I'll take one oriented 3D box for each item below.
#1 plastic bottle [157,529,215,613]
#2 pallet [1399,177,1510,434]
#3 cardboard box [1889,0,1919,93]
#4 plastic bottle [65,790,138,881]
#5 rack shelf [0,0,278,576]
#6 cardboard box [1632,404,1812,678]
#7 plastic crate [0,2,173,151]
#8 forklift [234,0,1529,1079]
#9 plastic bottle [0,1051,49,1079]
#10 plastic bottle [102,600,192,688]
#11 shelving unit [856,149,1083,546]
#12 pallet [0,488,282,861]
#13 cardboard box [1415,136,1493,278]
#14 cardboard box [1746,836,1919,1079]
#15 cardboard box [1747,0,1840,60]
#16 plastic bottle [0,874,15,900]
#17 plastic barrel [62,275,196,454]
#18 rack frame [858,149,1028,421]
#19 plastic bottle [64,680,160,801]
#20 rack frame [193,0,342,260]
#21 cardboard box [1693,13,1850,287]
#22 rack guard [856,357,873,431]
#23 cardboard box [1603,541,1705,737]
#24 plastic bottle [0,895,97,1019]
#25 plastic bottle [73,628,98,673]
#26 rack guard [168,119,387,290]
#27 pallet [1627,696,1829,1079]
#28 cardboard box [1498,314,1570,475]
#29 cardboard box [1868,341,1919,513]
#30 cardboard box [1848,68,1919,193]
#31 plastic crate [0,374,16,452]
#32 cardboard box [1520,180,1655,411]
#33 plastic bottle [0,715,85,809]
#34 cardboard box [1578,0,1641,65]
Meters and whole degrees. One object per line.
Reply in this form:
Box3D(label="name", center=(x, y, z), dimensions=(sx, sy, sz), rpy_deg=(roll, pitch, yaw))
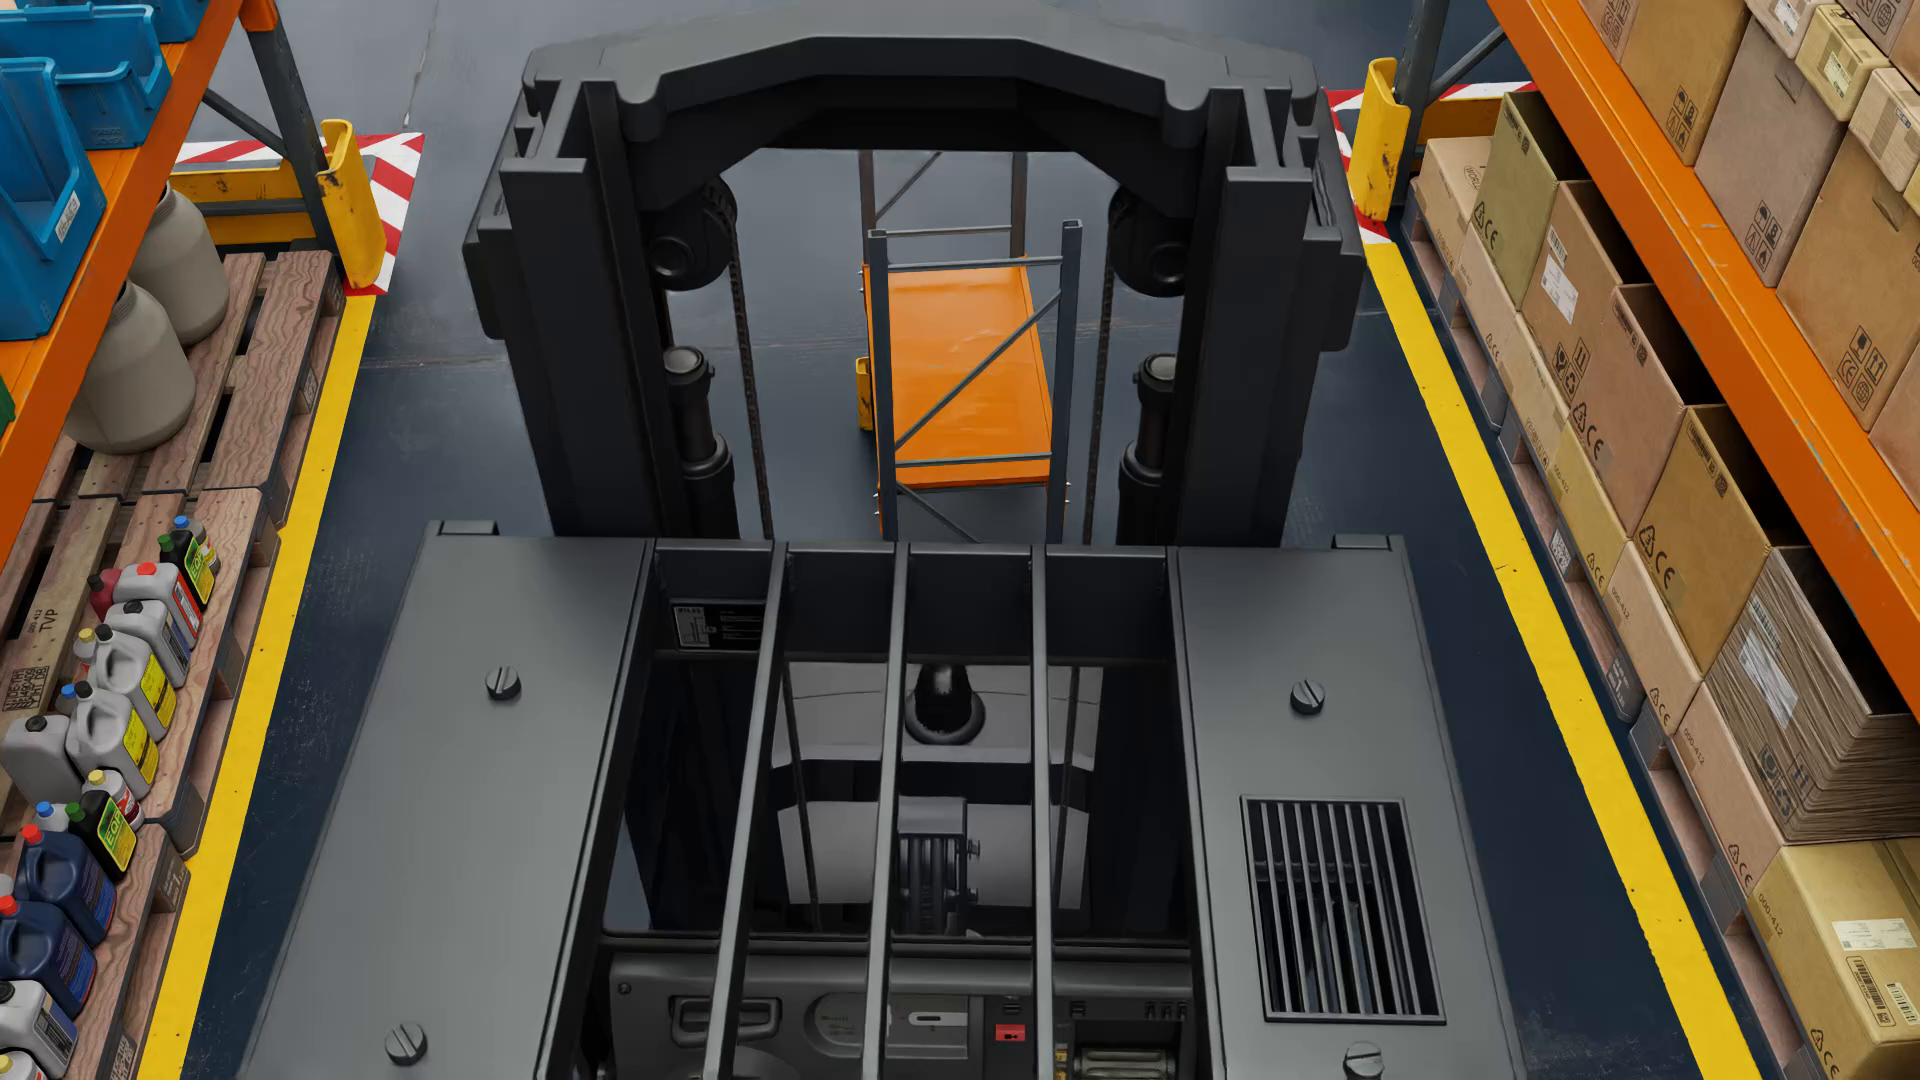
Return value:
Box3D(label="plastic bottle", center=(-2.187, 0.067, 4.688), dimensions=(0.061, 0.283, 0.133), rpy_deg=(-2, 47, -2))
Box3D(label="pallet", center=(2.236, -0.890, 5.947), dimensions=(1.003, 0.211, 1.213), rpy_deg=(-3, 47, -3))
Box3D(label="cardboard box", center=(2.337, -1.035, 3.202), dimensions=(0.700, 0.500, 0.500), rpy_deg=(-4, 47, -3))
Box3D(label="plastic bottle", center=(-2.113, 0.708, 4.082), dimensions=(0.061, 0.283, 0.133), rpy_deg=(-2, 47, -2))
Box3D(label="rack shelf", center=(-2.638, -0.407, 4.065), dimensions=(1.077, 0.370, 4.000), rpy_deg=(-3, 47, -3))
Box3D(label="cardboard box", center=(2.133, -0.009, 4.280), dimensions=(0.500, 0.500, 0.500), rpy_deg=(-3, 47, -3))
Box3D(label="plastic crate", center=(-2.417, -1.236, 4.457), dimensions=(0.499, 0.251, 0.408), rpy_deg=(-3, 47, -3))
Box3D(label="forklift", center=(-0.058, 0.914, 2.366), dimensions=(1.130, 2.935, 3.031), rpy_deg=(1, 47, 1))
Box3D(label="plastic bottle", center=(-2.078, 1.199, 3.672), dimensions=(0.097, 0.201, 0.097), rpy_deg=(0, 47, 0))
Box3D(label="plastic bottle", center=(-2.210, 0.271, 4.501), dimensions=(0.152, 0.276, 0.135), rpy_deg=(-5, 47, -4))
Box3D(label="shelving unit", center=(-0.006, -0.571, 4.758), dimensions=(0.587, 1.500, 1.083), rpy_deg=(-3, 47, -3))
Box3D(label="pallet", center=(-2.591, 0.378, 4.746), dimensions=(1.003, 0.211, 1.213), rpy_deg=(-3, 47, -3))
Box3D(label="cardboard box", center=(1.954, -1.197, 5.922), dimensions=(0.500, 0.250, 0.500), rpy_deg=(-3, 47, -3))
Box3D(label="cardboard box", center=(2.209, 0.973, 3.867), dimensions=(0.500, 0.250, 0.500), rpy_deg=(-3, 47, -3))
Box3D(label="cardboard box", center=(2.077, -1.248, 3.850), dimensions=(0.380, 0.149, 0.250), rpy_deg=(-3, 47, -3))
Box3D(label="plastic bottle", center=(-2.257, 0.873, 3.933), dimensions=(0.097, 0.271, 0.097), rpy_deg=(0, 47, 0))
Box3D(label="plastic barrel", center=(-2.632, -0.556, 5.135), dimensions=(0.421, 0.512, 0.421), rpy_deg=(0, 47, 0))
Box3D(label="rack frame", center=(-0.050, -0.945, 5.112), dimensions=(0.500, 1.500, 0.032), rpy_deg=(-3, 47, -3))
Box3D(label="plastic bottle", center=(-2.176, 0.499, 4.233), dimensions=(0.144, 0.351, 0.185), rpy_deg=(-4, 47, -4))
Box3D(label="rack frame", center=(-2.806, -2.101, 5.174), dimensions=(1.000, 3.000, 0.127), rpy_deg=(-3, 47, -3))
Box3D(label="cardboard box", center=(2.289, -0.976, 4.039), dimensions=(0.700, 0.500, 0.500), rpy_deg=(-2, 47, -2))
Box3D(label="rack guard", center=(-0.048, -0.501, 5.553), dimensions=(0.587, 0.250, 0.087), rpy_deg=(-3, 47, -3))
Box3D(label="cardboard box", center=(2.120, 0.250, 4.552), dimensions=(0.500, 0.250, 0.500), rpy_deg=(-3, 47, -3))
Box3D(label="plastic bottle", center=(-2.125, 0.943, 3.812), dimensions=(0.144, 0.351, 0.185), rpy_deg=(-2, 47, -2))
Box3D(label="plastic bottle", center=(-2.332, 0.317, 4.508), dimensions=(0.097, 0.201, 0.097), rpy_deg=(0, 47, 0))
Box3D(label="rack guard", center=(-2.752, -1.190, 6.032), dimensions=(1.175, 0.500, 0.348), rpy_deg=(-3, 47, -3))
Box3D(label="pallet", center=(2.441, 0.875, 4.276), dimensions=(1.003, 0.211, 1.213), rpy_deg=(-3, 47, -3))
Box3D(label="cardboard box", center=(2.041, -0.474, 5.237), dimensions=(0.500, 0.250, 0.500), rpy_deg=(-3, 47, -3))
Box3D(label="cardboard box", center=(2.372, -0.242, 3.344), dimensions=(0.700, 0.500, 0.500), rpy_deg=(-4, 47, -4))
Box3D(label="cardboard box", center=(2.125, -0.865, 3.488), dimensions=(0.380, 0.149, 0.250), rpy_deg=(-2, 47, -2))
Box3D(label="plastic crate", center=(-2.303, -0.134, 3.457), dimensions=(0.450, 0.188, 0.662), rpy_deg=(-3, 47, -3))
Box3D(label="cardboard box", center=(2.052, -0.732, 4.966), dimensions=(0.500, 0.500, 0.500), rpy_deg=(-3, 47, -3))
Box3D(label="plastic bottle", center=(-2.322, 0.552, 4.234), dimensions=(0.152, 0.276, 0.135), rpy_deg=(-3, 47, -3))
Box3D(label="cardboard box", center=(2.206, -1.716, 4.740), dimensions=(0.700, 0.500, 0.500), rpy_deg=(-2, 47, -2))
